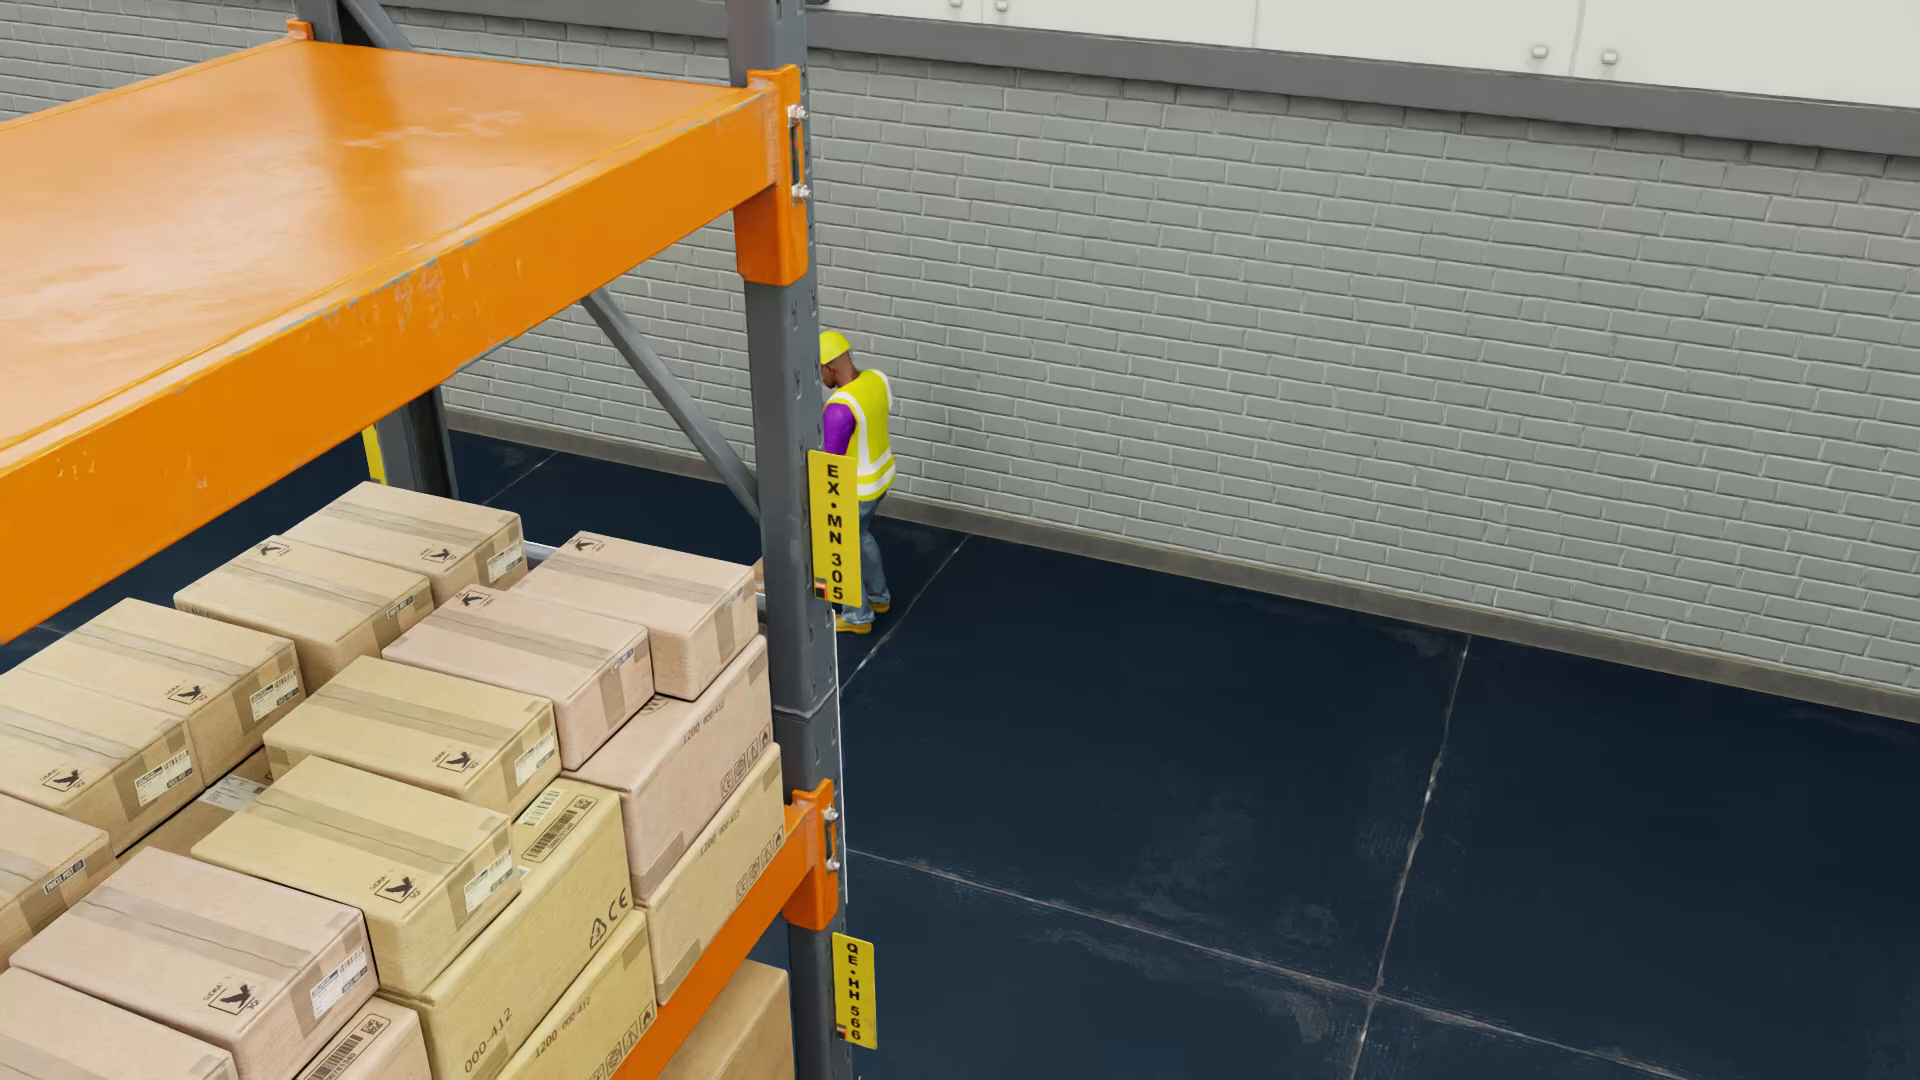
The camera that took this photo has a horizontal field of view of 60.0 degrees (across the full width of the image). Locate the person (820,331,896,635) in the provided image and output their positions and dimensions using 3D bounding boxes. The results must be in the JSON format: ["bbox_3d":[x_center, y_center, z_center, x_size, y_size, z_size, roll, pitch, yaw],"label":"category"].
[{"bbox_3d":[-0.602,-0.304,8.957,0.437,1.725,0.588,12,32,20],"label":"person"}]
